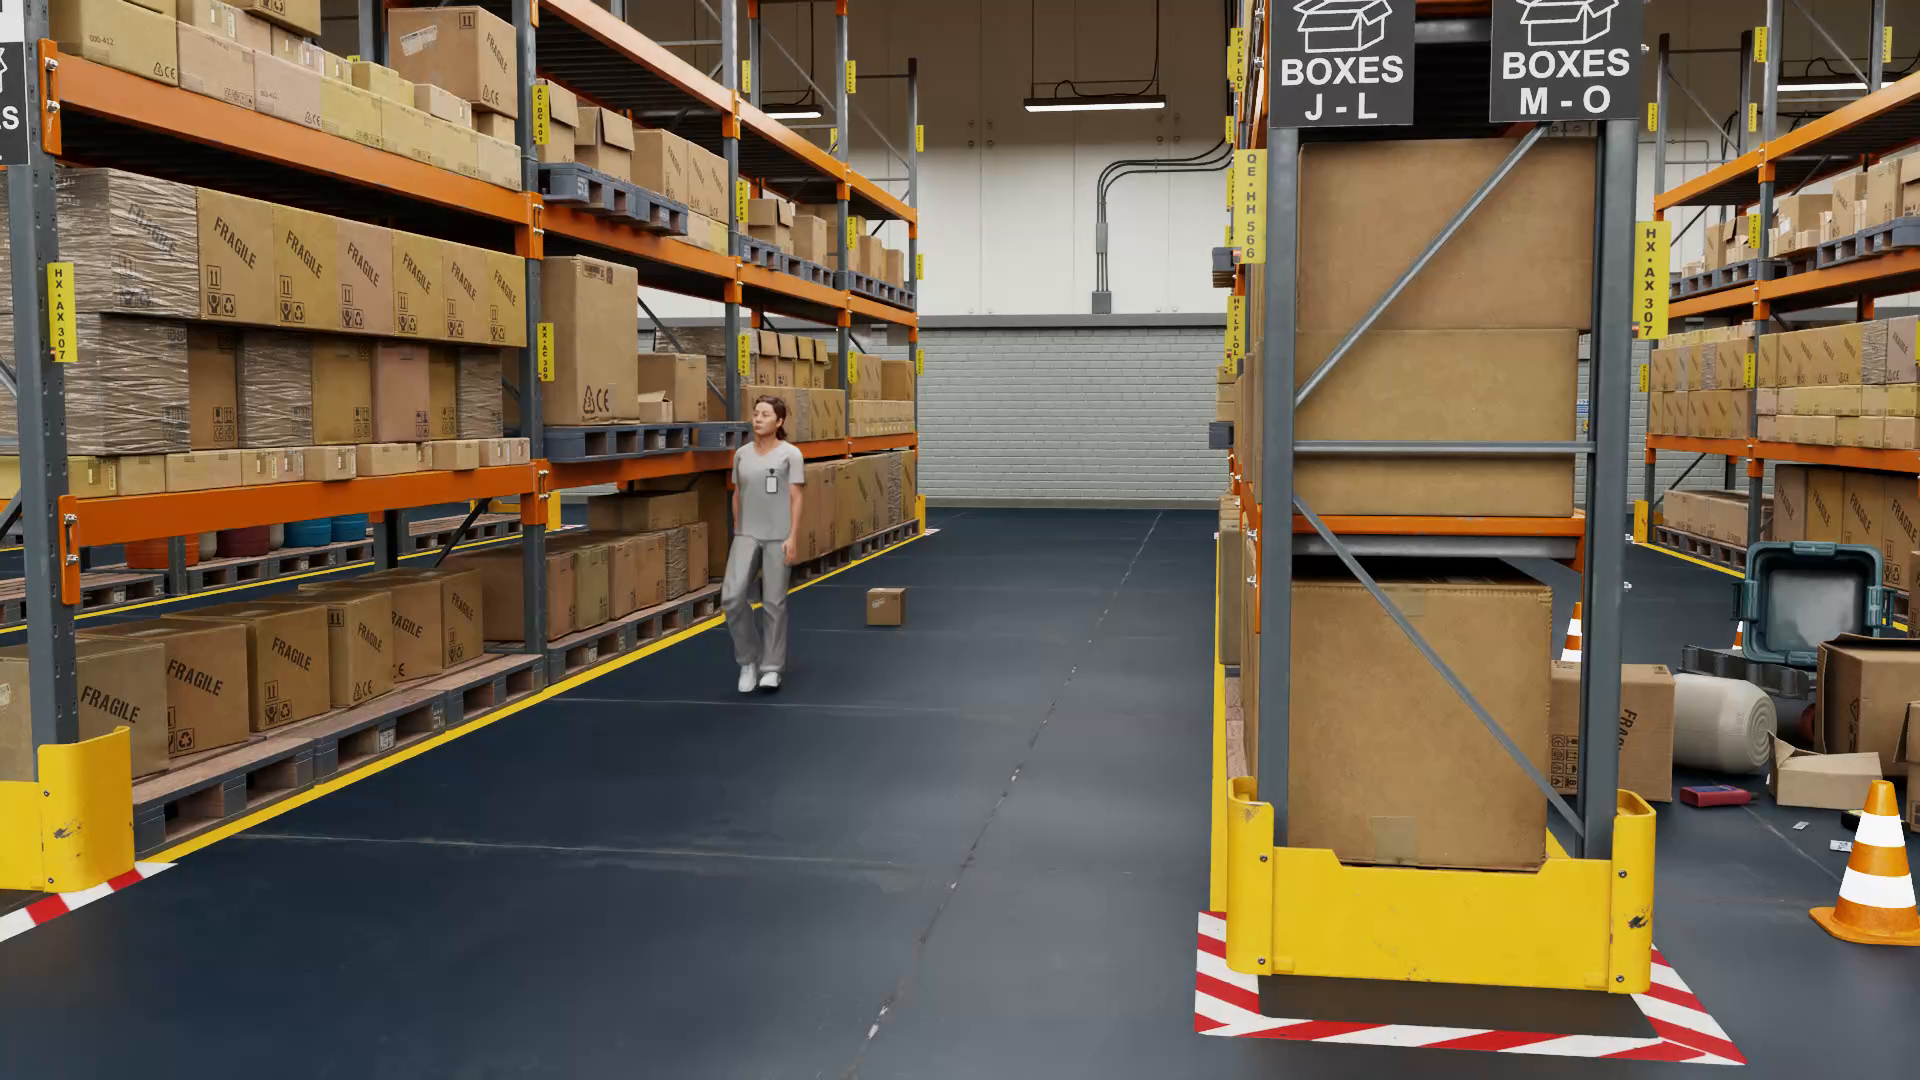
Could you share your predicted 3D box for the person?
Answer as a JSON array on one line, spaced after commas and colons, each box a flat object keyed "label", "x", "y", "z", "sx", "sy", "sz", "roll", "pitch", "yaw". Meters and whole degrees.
[{"label": "person", "x": -1.108, "y": 0.023, "z": 9.435, "sx": 0.444, "sy": 1.690, "sz": 0.463, "roll": 1, "pitch": 5, "yaw": 9}]
